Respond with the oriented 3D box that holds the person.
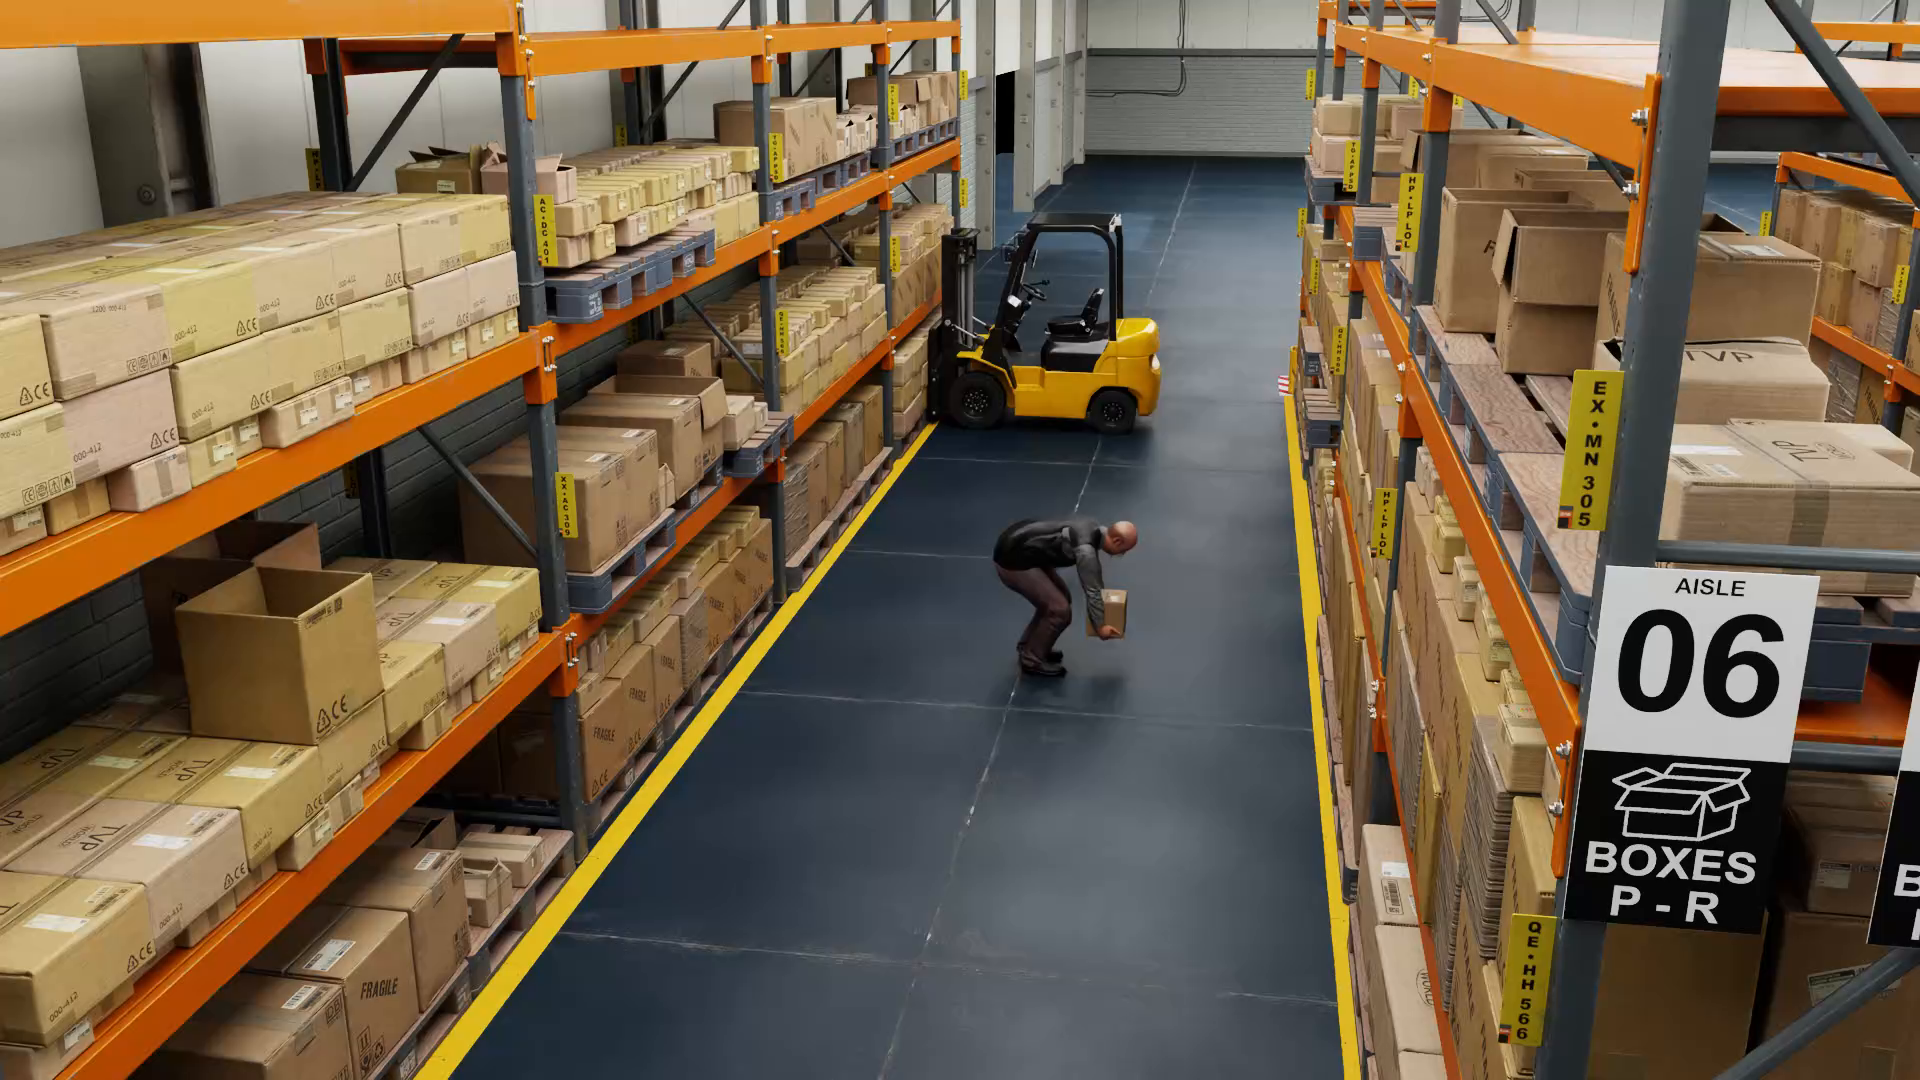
[{"bbox_3d":[0.695,0.351,11.078,0.950,1.063,0.498,2,18,6],"label":"person"}]
